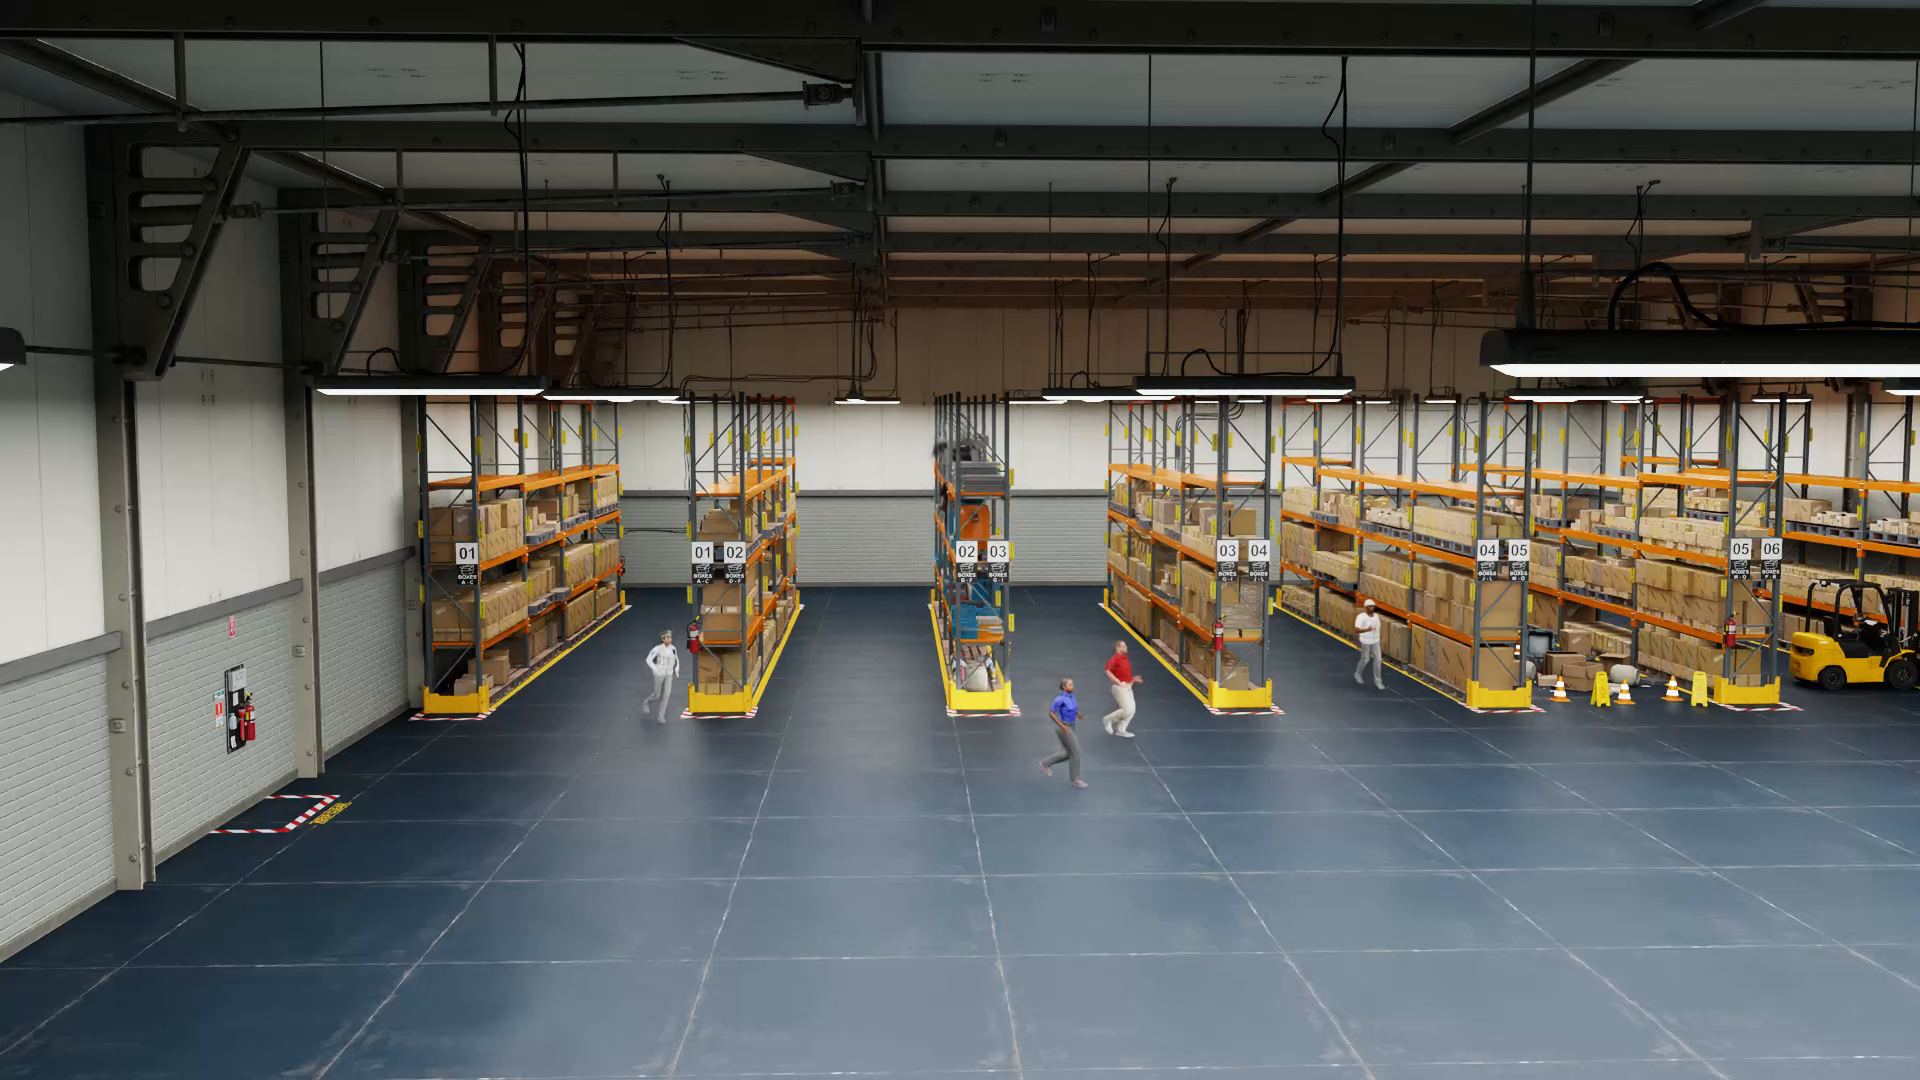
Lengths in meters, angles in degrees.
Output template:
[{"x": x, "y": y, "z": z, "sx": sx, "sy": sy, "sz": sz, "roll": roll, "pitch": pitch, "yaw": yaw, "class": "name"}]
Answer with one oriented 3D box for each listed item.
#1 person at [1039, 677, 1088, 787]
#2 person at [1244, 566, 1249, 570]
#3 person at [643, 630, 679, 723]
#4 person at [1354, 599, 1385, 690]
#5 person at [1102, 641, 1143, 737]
[{"x": 1.587, "y": 2.897, "z": 25.184, "sx": 0.763, "sy": 1.658, "sz": 0.574, "roll": 2, "pitch": 5, "yaw": 23, "class": "person"}, {"x": 8.015, "y": 1.224, "z": 45.347, "sx": 0.667, "sy": 1.738, "sz": 0.597, "roll": 0, "pitch": 5, "yaw": -3, "class": "person"}, {"x": -5.405, "y": 2.465, "z": 30.442, "sx": 0.674, "sy": 1.642, "sz": 0.782, "roll": -3, "pitch": 6, "yaw": -35, "class": "person"}, {"x": 8.339, "y": 2.099, "z": 33.839, "sx": 0.688, "sy": 1.785, "sz": 0.887, "roll": -2, "pitch": 5, "yaw": -18, "class": "person"}, {"x": 2.809, "y": 2.576, "z": 28.797, "sx": 0.622, "sy": 1.673, "sz": 0.660, "roll": 2, "pitch": 5, "yaw": 27, "class": "person"}]
